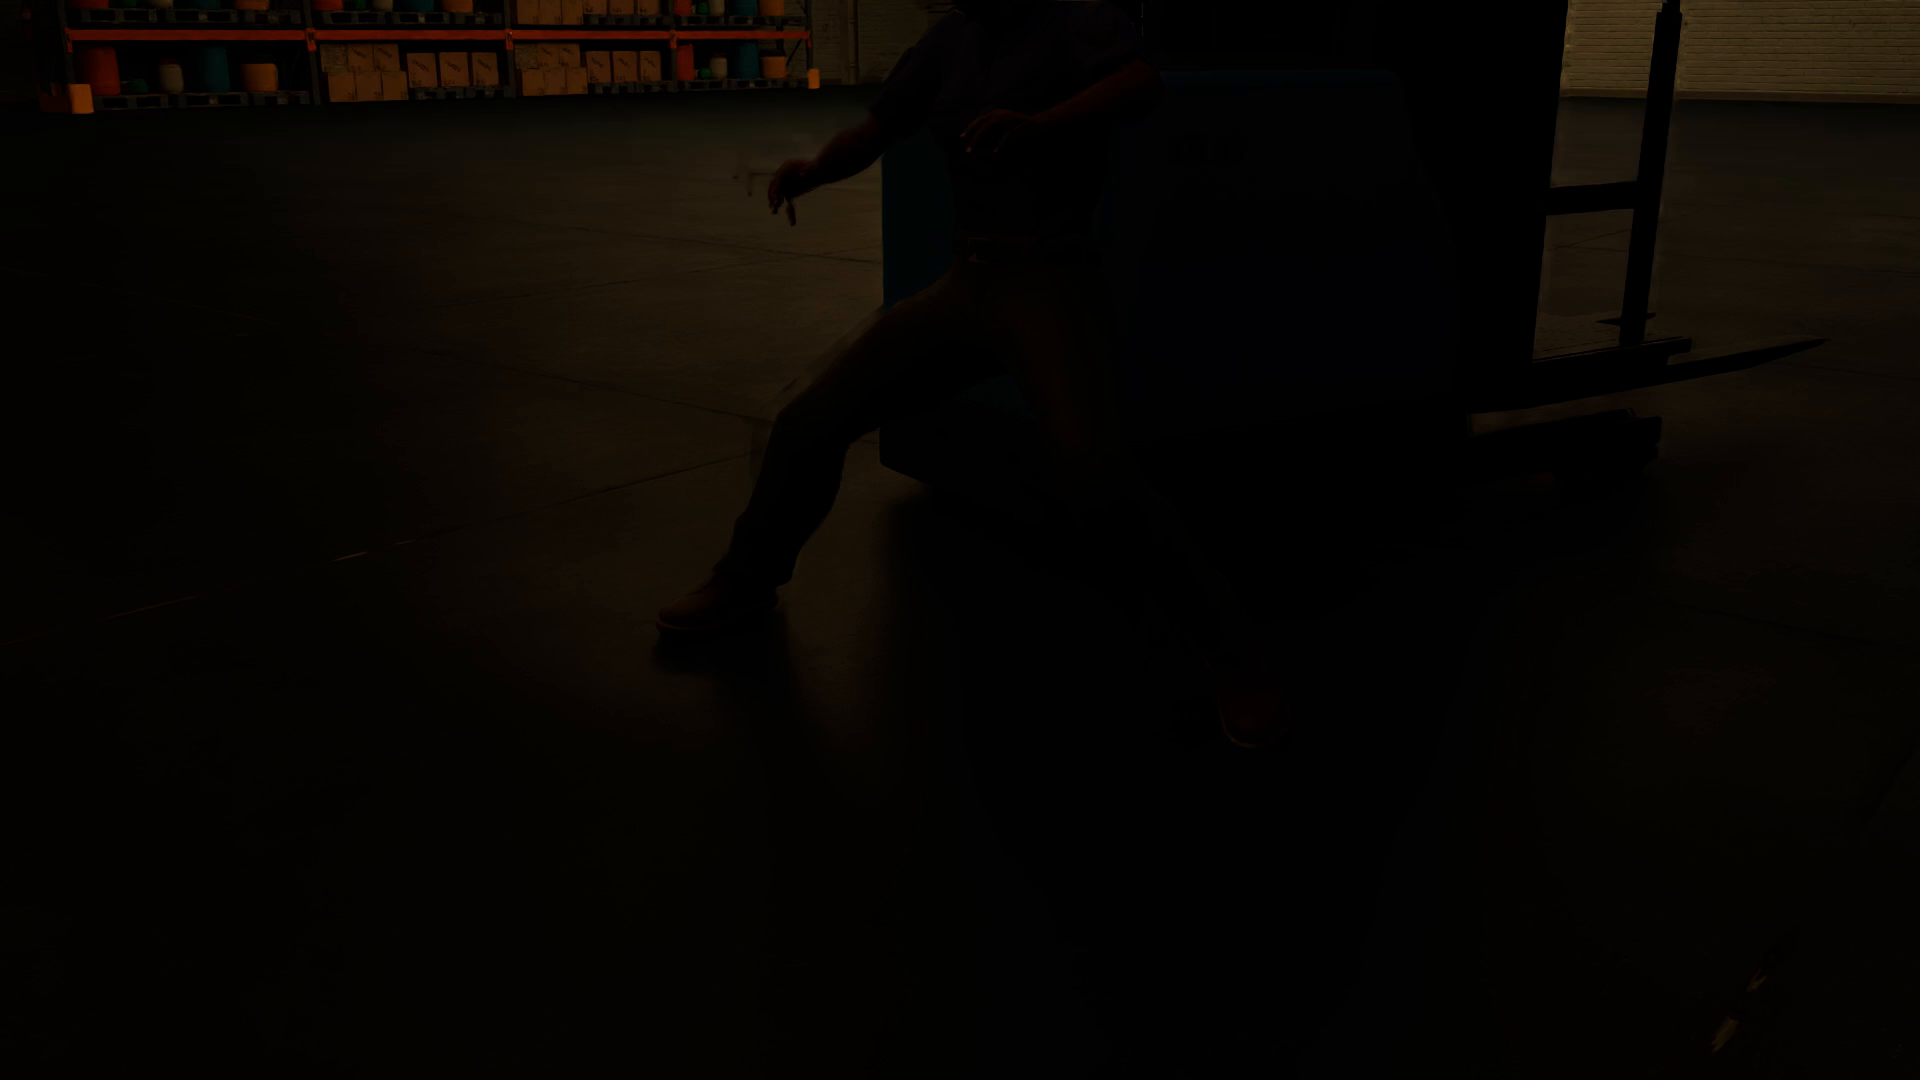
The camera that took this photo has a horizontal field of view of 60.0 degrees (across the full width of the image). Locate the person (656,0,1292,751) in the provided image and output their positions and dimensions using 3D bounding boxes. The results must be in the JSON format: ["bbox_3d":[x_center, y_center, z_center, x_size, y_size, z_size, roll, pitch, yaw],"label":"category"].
[{"bbox_3d":[-0.004,-0.421,2.897,0.679,1.437,1.193,-13,21,-37],"label":"person"}]

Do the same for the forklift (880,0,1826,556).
[{"bbox_3d":[1.301,-1.664,4.379,3.031,2.935,1.130,-11,20,-32],"label":"forklift"}]
